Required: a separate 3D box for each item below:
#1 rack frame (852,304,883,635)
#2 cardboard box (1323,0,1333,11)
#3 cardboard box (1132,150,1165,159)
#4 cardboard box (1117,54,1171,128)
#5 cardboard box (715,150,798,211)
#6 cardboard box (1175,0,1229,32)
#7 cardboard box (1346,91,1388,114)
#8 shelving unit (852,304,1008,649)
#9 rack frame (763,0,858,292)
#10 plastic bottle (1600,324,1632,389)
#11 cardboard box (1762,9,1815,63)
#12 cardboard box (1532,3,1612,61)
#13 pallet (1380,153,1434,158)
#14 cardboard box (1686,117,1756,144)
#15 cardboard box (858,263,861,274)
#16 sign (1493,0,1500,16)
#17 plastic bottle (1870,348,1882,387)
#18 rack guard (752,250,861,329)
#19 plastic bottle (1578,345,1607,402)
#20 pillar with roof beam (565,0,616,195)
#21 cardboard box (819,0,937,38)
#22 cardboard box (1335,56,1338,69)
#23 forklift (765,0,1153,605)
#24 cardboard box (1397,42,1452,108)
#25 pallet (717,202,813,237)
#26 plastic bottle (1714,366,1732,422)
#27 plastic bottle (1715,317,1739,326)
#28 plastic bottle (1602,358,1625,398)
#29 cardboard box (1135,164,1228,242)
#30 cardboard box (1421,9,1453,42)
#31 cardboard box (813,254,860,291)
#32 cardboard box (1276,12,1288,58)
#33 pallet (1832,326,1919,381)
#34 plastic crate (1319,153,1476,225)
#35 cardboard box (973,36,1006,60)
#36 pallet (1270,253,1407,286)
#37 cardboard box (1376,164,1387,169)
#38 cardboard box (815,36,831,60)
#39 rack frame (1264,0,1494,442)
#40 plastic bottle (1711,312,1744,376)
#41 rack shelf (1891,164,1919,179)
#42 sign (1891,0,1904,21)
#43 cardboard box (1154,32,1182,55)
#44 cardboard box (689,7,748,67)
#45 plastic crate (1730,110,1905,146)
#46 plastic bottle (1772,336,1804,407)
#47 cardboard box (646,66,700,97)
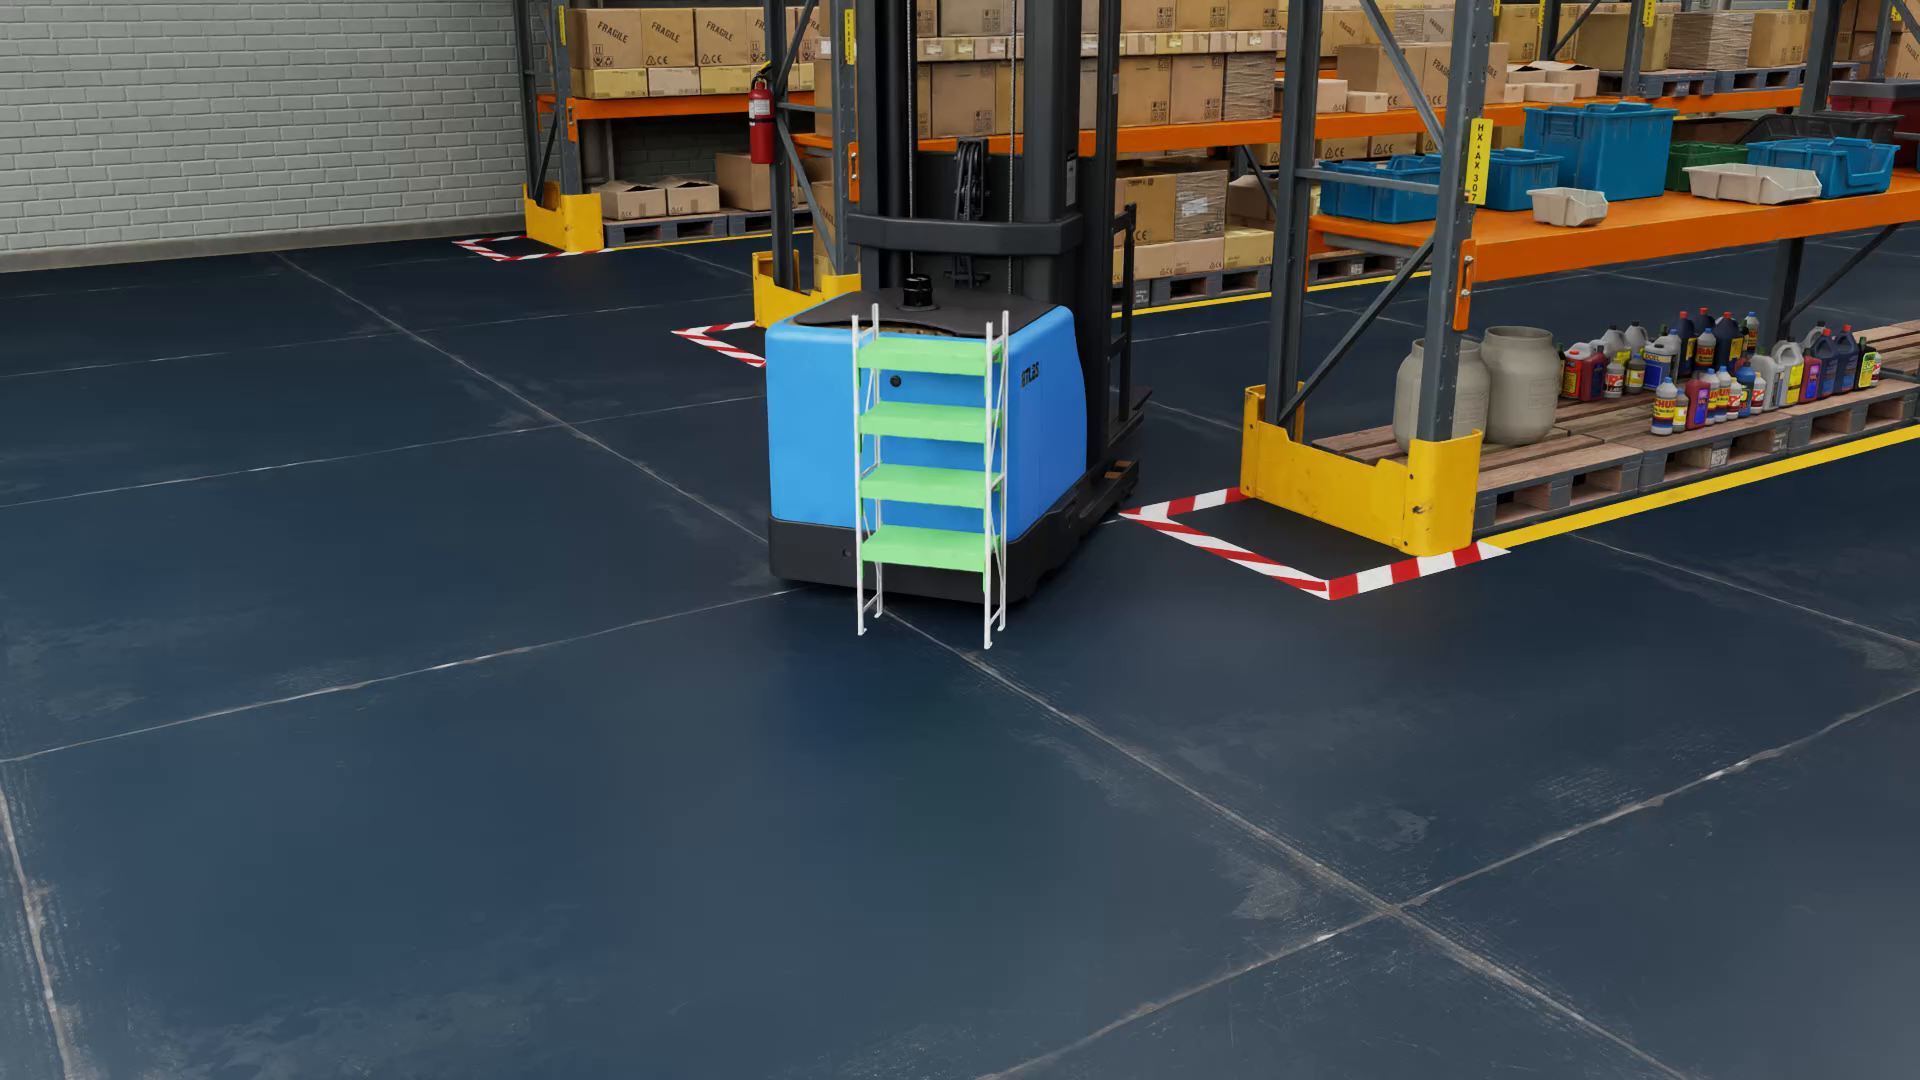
[{"bbox_3d":[-0.338,-0.251,6.113,0.015,1.200,0.240,5,19,15],"label":"rack frame"},{"bbox_3d":[3.936,-6.220,19.136,0.500,0.250,0.500,-12,22,-32],"label":"cardboard box"},{"bbox_3d":[1.900,-4.385,18.746,0.500,0.500,0.700,-12,22,-31],"label":"cardboard box"},{"bbox_3d":[1.128,-3.317,12.217,0.500,0.500,0.700,-12,22,-31],"label":"cardboard box"},{"bbox_3d":[-1.971,-3.490,16.100,0.500,0.500,0.700,-14,23,-35],"label":"cardboard box"},{"bbox_3d":[1.565,-4.025,12.284,0.500,0.500,0.700,-12,22,-32],"label":"cardboard box"},{"bbox_3d":[3.206,-3.514,13.348,0.250,0.149,0.380,-12,22,-31],"label":"cardboard box"},{"bbox_3d":[-0.103,-0.229,6.048,0.503,1.200,0.258,5,19,15],"label":"shelving unit"},{"bbox_3d":[-0.987,-2.827,10.924,0.127,3.000,1.000,-12,22,-31],"label":"rack frame"},{"bbox_3d":[3.504,-0.988,8.932,0.185,0.351,0.144,-11,22,-29],"label":"plastic bottle"},{"bbox_3d":[8.516,-5.164,17.023,0.700,0.500,0.500,14,23,35],"label":"cardboard box"},{"bbox_3d":[7.984,-6.756,22.078,0.700,0.700,0.980,-13,23,-34],"label":"cardboard box"},{"bbox_3d":[5.704,-4.788,21.078,1.213,0.211,1.003,-12,22,-31],"label":"pallet"},{"bbox_3d":[7.662,-4.124,16.806,0.500,0.250,0.500,-12,22,-31],"label":"cardboard box"},{"bbox_3d":[-0.417,-1.759,11.400,0.500,0.250,0.500,-12,22,-31],"label":"cardboard box"},{"bbox_3d":[6.614,-6.633,20.496,0.005,0.325,0.100,-12,22,-31],"label":"sign"},{"bbox_3d":[4.943,-0.942,9.029,0.097,0.201,0.097,0,19,0],"label":"plastic bottle"},{"bbox_3d":[-1.007,-1.639,11.312,0.348,0.500,1.175,-12,22,-31],"label":"rack guard"},{"bbox_3d":[3.311,-0.873,8.697,0.133,0.283,0.061,-12,22,-31],"label":"plastic bottle"},{"bbox_3d":[-1.238,-6.197,11.523,0.400,9.000,9.100,-12,22,-31],"label":"pillar with roof beam"},{"bbox_3d":[-0.546,-3.577,10.961,0.500,0.500,0.700,-12,22,-31],"label":"cardboard box"},{"bbox_3d":[4.428,-5.681,19.727,0.250,0.149,0.380,-12,22,-31],"label":"cardboard box"},{"bbox_3d":[0.211,-1.579,7.338,1.130,2.935,3.031,6,20,18],"label":"forklift"},{"bbox_3d":[3.862,-3.891,13.915,0.500,0.500,0.500,-12,22,-31],"label":"cardboard box"},{"bbox_3d":[-1.935,-3.191,16.354,1.213,0.211,1.003,-12,22,-31],"label":"pallet"},{"bbox_3d":[3.789,-0.732,8.298,0.097,0.271,0.097,0,19,0],"label":"plastic bottle"},{"bbox_3d":[4.313,-1.121,9.443,0.135,0.276,0.152,-11,22,-29],"label":"plastic bottle"},{"bbox_3d":[3.452,-0.857,8.777,0.097,0.201,0.097,0,19,0],"label":"plastic bottle"},{"bbox_3d":[1.663,-2.558,12.595,0.500,0.500,0.500,-12,22,-31],"label":"cardboard box"},{"bbox_3d":[5.640,-6.222,20.313,0.500,0.500,0.500,-12,22,-31],"label":"cardboard box"},{"bbox_3d":[-0.702,-1.897,11.810,0.500,0.250,0.500,-12,22,-31],"label":"cardboard box"},{"bbox_3d":[3.513,-5.776,18.993,0.500,0.500,0.500,-11,22,-30],"label":"cardboard box"},{"bbox_3d":[5.709,-1.034,9.973,1.213,0.211,1.003,-12,22,-31],"label":"pallet"},{"bbox_3d":[1.987,-1.599,7.524,0.616,0.251,0.499,-12,22,-31],"label":"plastic crate"},{"bbox_3d":[0.099,-3.328,11.236,0.250,0.149,0.380,-12,22,-32],"label":"cardboard box"},{"bbox_3d":[2.947,-2.351,13.869,1.213,0.211,1.003,-12,22,-31],"label":"pallet"},{"bbox_3d":[3.805,-3.110,14.522,0.500,0.311,0.500,-12,22,-32],"label":"cardboard box"},{"bbox_3d":[-0.773,-3.300,11.154,0.250,0.149,0.380,-12,22,-32],"label":"cardboard box"},{"bbox_3d":[1.734,-1.502,7.003,0.127,3.000,1.000,-12,22,-31],"label":"rack frame"},{"bbox_3d":[4.252,-1.090,9.234,0.185,0.351,0.144,-12,22,-31],"label":"plastic bottle"},{"bbox_3d":[6.745,-2.218,10.244,4.000,0.370,1.077,-12,22,-31],"label":"rack shelf"},{"bbox_3d":[9.343,-5.342,16.553,0.005,0.325,0.100,-12,22,-31],"label":"sign"},{"bbox_3d":[1.394,-3.602,12.048,0.250,0.149,0.380,-12,22,-32],"label":"cardboard box"},{"bbox_3d":[-2.297,-4.623,15.267,0.500,0.500,0.500,-13,22,-33],"label":"cardboard box"},{"bbox_3d":[4.568,-2.119,8.925,0.504,0.338,0.767,-12,22,-31],"label":"plastic crate"},{"bbox_3d":[4.265,-0.878,8.609,0.185,0.351,0.144,-12,22,-32],"label":"plastic bottle"},{"bbox_3d":[-2.707,-4.186,15.147,0.500,0.250,0.500,-13,22,-33],"label":"cardboard box"}]
